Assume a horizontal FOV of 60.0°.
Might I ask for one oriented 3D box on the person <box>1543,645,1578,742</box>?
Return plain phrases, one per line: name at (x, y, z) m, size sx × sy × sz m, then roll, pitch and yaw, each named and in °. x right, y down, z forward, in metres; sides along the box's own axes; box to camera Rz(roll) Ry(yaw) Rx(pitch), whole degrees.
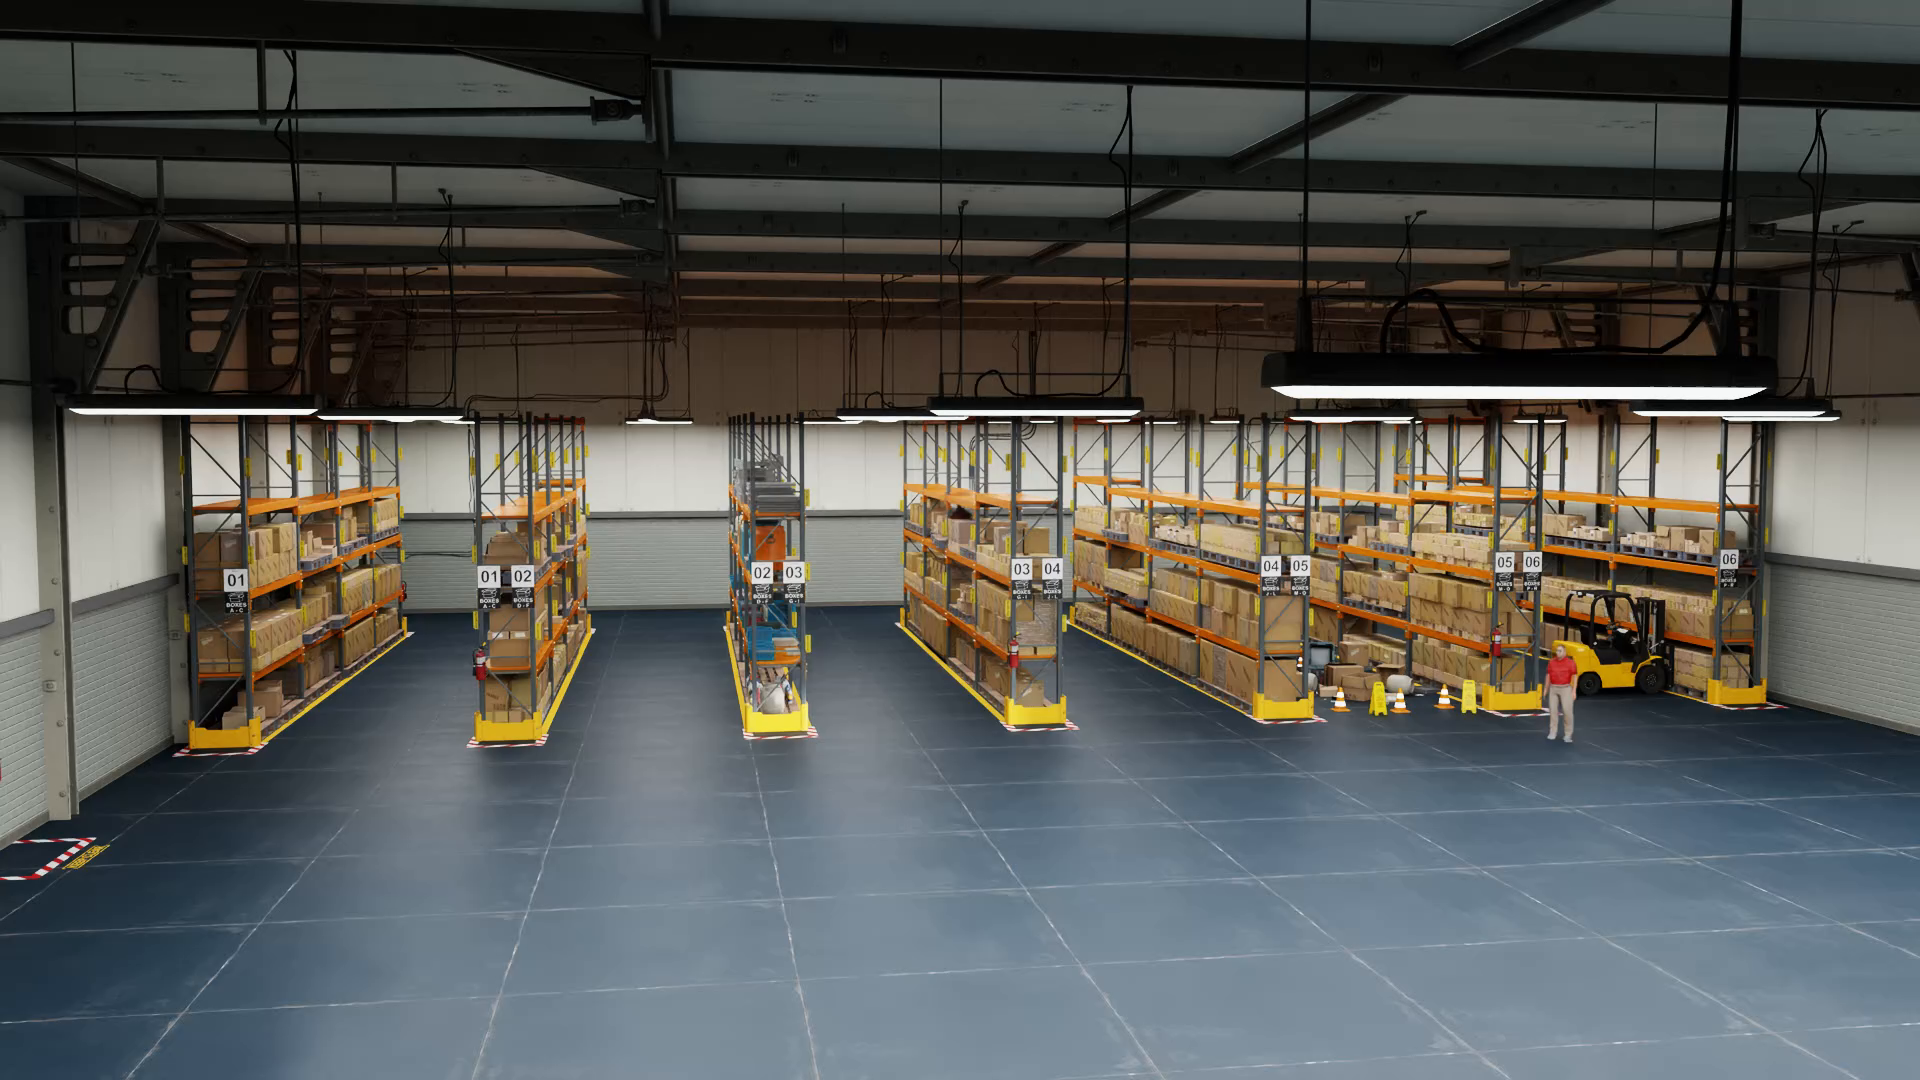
person at (10.984, 2.790, 30.469) m, size 0.574 × 1.746 × 0.397 m, roll 4°, pitch 5°, yaw 44°
